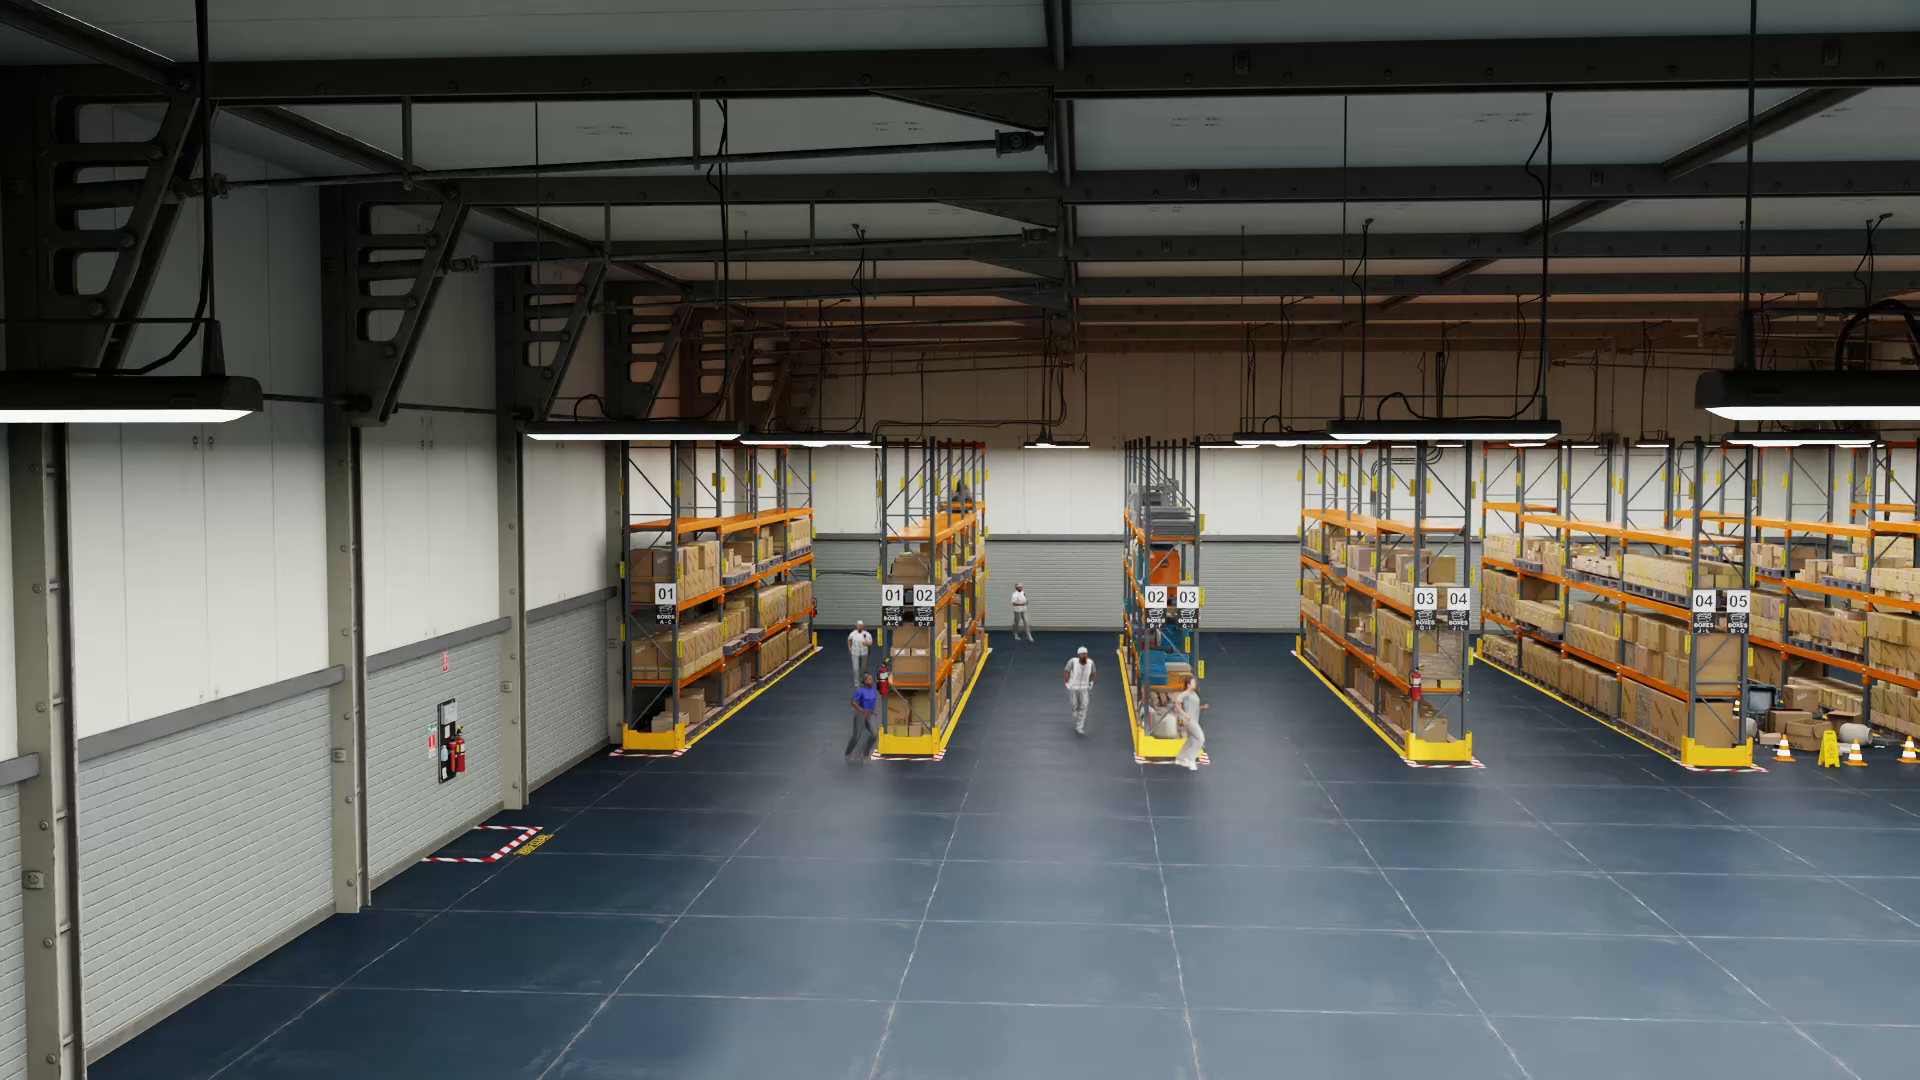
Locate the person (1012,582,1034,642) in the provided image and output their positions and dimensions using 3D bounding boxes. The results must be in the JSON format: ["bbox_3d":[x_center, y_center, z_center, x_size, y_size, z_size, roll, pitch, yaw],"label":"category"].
[{"bbox_3d":[1.725,2.065,48.029,0.577,1.703,0.877,-2,4,-36],"label":"person"}]

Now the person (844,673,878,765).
[{"bbox_3d":[-1.745,3.290,30.600,0.653,1.647,0.665,-2,4,-38],"label":"person"}]

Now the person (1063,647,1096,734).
[{"bbox_3d":[2.453,3.048,34.104,0.688,1.758,0.891,0,3,-6],"label":"person"}]

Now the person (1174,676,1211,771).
[{"bbox_3d":[4.172,3.292,29.893,0.661,1.687,0.546,2,3,27],"label":"person"}]

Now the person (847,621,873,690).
[{"bbox_3d":[-2.382,2.751,39.657,0.601,1.663,0.936,0,3,-6],"label":"person"}]
